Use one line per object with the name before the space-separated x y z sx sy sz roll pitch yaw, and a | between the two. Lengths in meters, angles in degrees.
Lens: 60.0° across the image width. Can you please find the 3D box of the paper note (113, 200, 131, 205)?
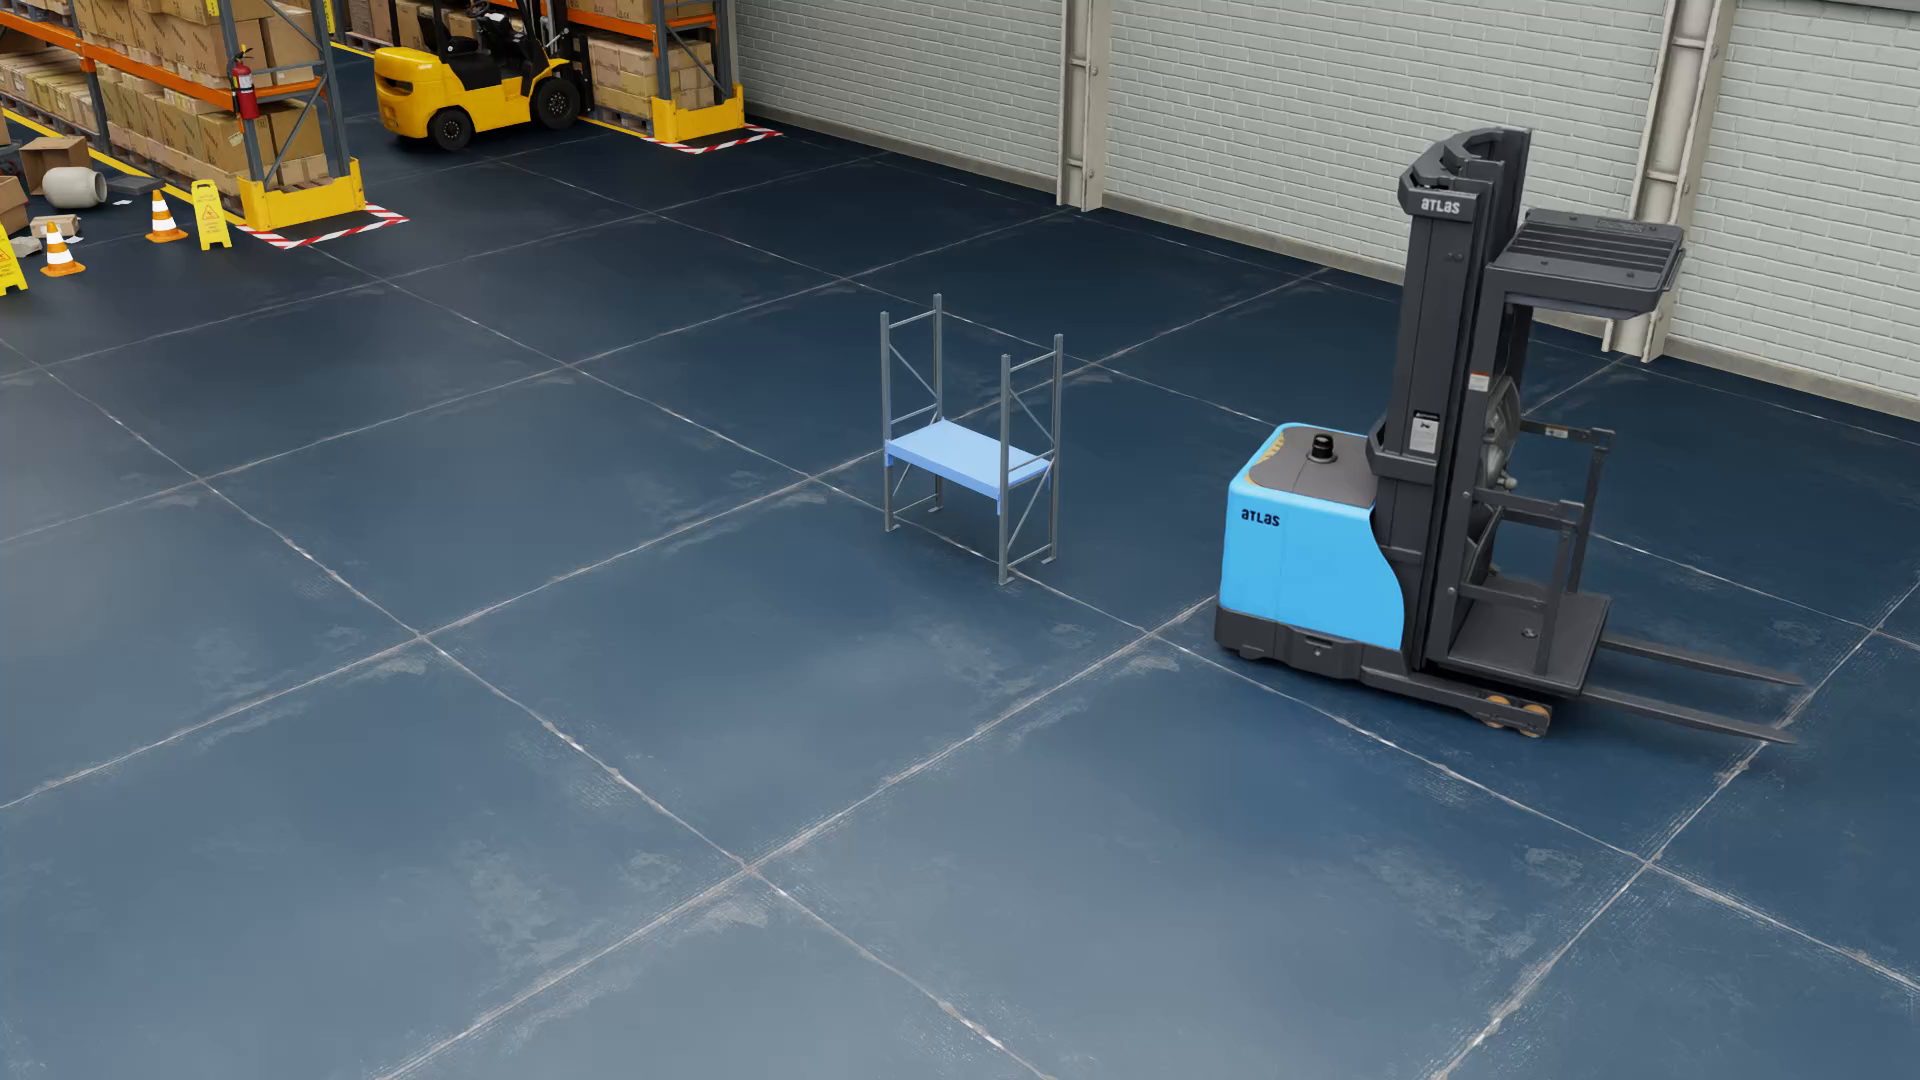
paper note | -8.793 -3.551 17.463 0.148 0.019 0.142 12 30 22

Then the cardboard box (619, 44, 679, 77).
cardboard box | -3.705 -5.725 19.837 0.500 0.250 0.500 -24 36 -38

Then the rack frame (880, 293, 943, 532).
rack frame | -0.302 -0.802 10.657 0.032 1.500 0.500 25 36 38

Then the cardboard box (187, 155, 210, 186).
cardboard box | -7.764 -3.933 17.503 0.500 0.250 0.500 25 37 39

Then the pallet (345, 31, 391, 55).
pallet | -8.303 -7.361 24.516 1.213 0.211 1.003 25 36 38

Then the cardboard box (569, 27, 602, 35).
cardboard box | -4.796 -6.219 20.776 0.500 0.250 0.500 24 36 37

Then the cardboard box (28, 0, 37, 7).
cardboard box | -10.617 -6.320 19.359 0.380 0.149 0.250 -25 37 -39

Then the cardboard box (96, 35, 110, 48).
cardboard box | -9.271 -5.538 18.322 0.380 0.149 0.250 -24 36 -38

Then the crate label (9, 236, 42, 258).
crate label | -8.986 -2.820 15.959 0.298 0.136 0.250 7 29 13

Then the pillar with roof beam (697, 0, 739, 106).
pillar with roof beam | -6.041 -8.020 16.326 0.400 9.000 9.100 25 36 38

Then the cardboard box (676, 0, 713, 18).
cardboard box | -3.317 -6.565 19.898 0.500 0.500 0.500 -24 36 -38

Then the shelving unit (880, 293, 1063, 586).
shelving unit | 0.061 -0.636 10.341 1.048 1.500 0.538 25 36 38

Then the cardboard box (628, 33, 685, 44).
cardboard box | -3.727 -6.059 20.473 0.500 0.250 0.500 25 36 38

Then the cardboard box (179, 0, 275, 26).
cardboard box | -7.153 -5.331 16.157 0.500 0.500 0.700 24 36 37

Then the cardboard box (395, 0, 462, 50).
cardboard box | -7.476 -7.373 23.644 0.625 0.625 0.875 23 35 36

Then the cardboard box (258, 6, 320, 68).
cardboard box | -6.779 -5.041 16.680 0.500 0.500 0.500 24 36 38

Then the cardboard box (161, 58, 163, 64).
cardboard box | -8.128 -5.063 17.419 0.250 0.149 0.380 25 36 38

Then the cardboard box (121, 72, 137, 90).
cardboard box | -8.841 -5.001 18.032 0.380 0.149 0.250 -24 36 -37

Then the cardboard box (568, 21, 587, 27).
cardboard box | -4.801 -6.557 21.419 0.500 0.250 0.500 25 37 39

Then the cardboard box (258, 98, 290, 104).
cardboard box | -7.410 -4.451 17.682 0.500 0.500 0.500 23 35 37

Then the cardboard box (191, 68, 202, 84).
cardboard box | -7.478 -4.695 16.718 0.250 0.149 0.380 24 36 38

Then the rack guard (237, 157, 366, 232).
rack guard | -6.690 -3.537 16.932 0.348 0.500 1.175 25 36 38

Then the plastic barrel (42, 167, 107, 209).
plastic barrel | -9.170 -3.649 17.229 0.512 0.421 0.421 -3 28 -5

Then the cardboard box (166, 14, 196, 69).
cardboard box | -7.569 -5.045 16.687 0.500 0.500 0.500 25 36 38

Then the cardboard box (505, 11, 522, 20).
cardboard box | -5.885 -6.721 21.732 0.500 0.250 0.500 24 36 38

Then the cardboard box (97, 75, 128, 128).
cardboard box | -9.256 -4.942 18.616 0.500 0.500 0.500 -23 36 -37

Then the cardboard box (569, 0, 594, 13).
cardboard box | -4.422 -6.724 20.200 0.500 0.500 0.500 24 36 37

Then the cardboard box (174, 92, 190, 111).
cardboard box | -7.875 -4.561 17.196 0.380 0.149 0.250 -25 36 -38

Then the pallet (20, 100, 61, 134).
pallet | -10.918 -5.341 20.674 1.213 0.211 1.003 25 36 38

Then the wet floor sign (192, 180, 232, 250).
wet floor sign | -7.250 -3.159 16.058 0.267 0.644 0.232 -13 30 -22

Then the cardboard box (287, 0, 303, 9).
cardboard box | -10.039 -8.360 25.653 0.500 0.500 0.500 -23 36 -37

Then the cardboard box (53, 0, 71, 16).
cardboard box | -10.048 -6.074 18.891 0.380 0.149 0.250 -25 36 -38

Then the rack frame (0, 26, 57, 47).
rack frame | -12.340 -7.228 21.267 0.127 3.000 1.000 25 36 38

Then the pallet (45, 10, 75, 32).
pallet | -9.931 -6.136 19.396 1.213 0.211 1.003 25 36 38

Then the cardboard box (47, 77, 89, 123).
cardboard box | -10.378 -5.350 20.067 0.950 0.372 0.625 -23 35 -36

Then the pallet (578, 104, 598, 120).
pallet | -4.598 -5.666 21.292 1.213 0.211 1.003 25 36 38

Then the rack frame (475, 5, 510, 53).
rack frame | -6.010 -7.572 21.920 0.127 3.000 1.000 25 36 38

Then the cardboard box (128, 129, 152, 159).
cardboard box | -8.868 -4.440 18.467 0.500 0.250 0.500 -23 35 -36

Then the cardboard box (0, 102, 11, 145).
cardboard box | -10.714 -4.552 18.049 0.500 0.500 0.500 25 36 38

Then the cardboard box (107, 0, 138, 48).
cardboard box | -8.646 -5.539 17.627 0.500 0.500 0.500 24 36 38

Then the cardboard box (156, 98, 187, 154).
cardboard box | -8.119 -4.430 17.643 0.500 0.500 0.500 24 36 37

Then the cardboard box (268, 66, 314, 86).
cardboard box | -6.732 -4.686 16.703 0.250 0.149 0.380 25 37 39

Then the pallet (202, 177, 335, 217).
pallet | -7.244 -3.686 17.526 1.213 0.211 1.003 25 36 38

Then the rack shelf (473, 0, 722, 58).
rack shelf | -4.584 -6.601 20.847 4.000 0.370 1.077 25 36 38

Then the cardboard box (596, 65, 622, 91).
cardboard box | -4.074 -5.679 20.287 0.500 0.250 0.500 24 36 38

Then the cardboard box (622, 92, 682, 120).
cardboard box | -3.715 -5.284 20.072 0.500 0.250 0.500 25 37 39

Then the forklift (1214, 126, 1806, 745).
forklift | 3.003 -0.541 8.624 3.031 2.935 1.130 14 31 24

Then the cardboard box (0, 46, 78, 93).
cardboard box | -11.944 -6.064 21.424 0.625 0.372 0.950 22 35 35

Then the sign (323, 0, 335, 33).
sign | -6.255 -5.181 16.444 0.005 0.325 0.100 25 36 38
